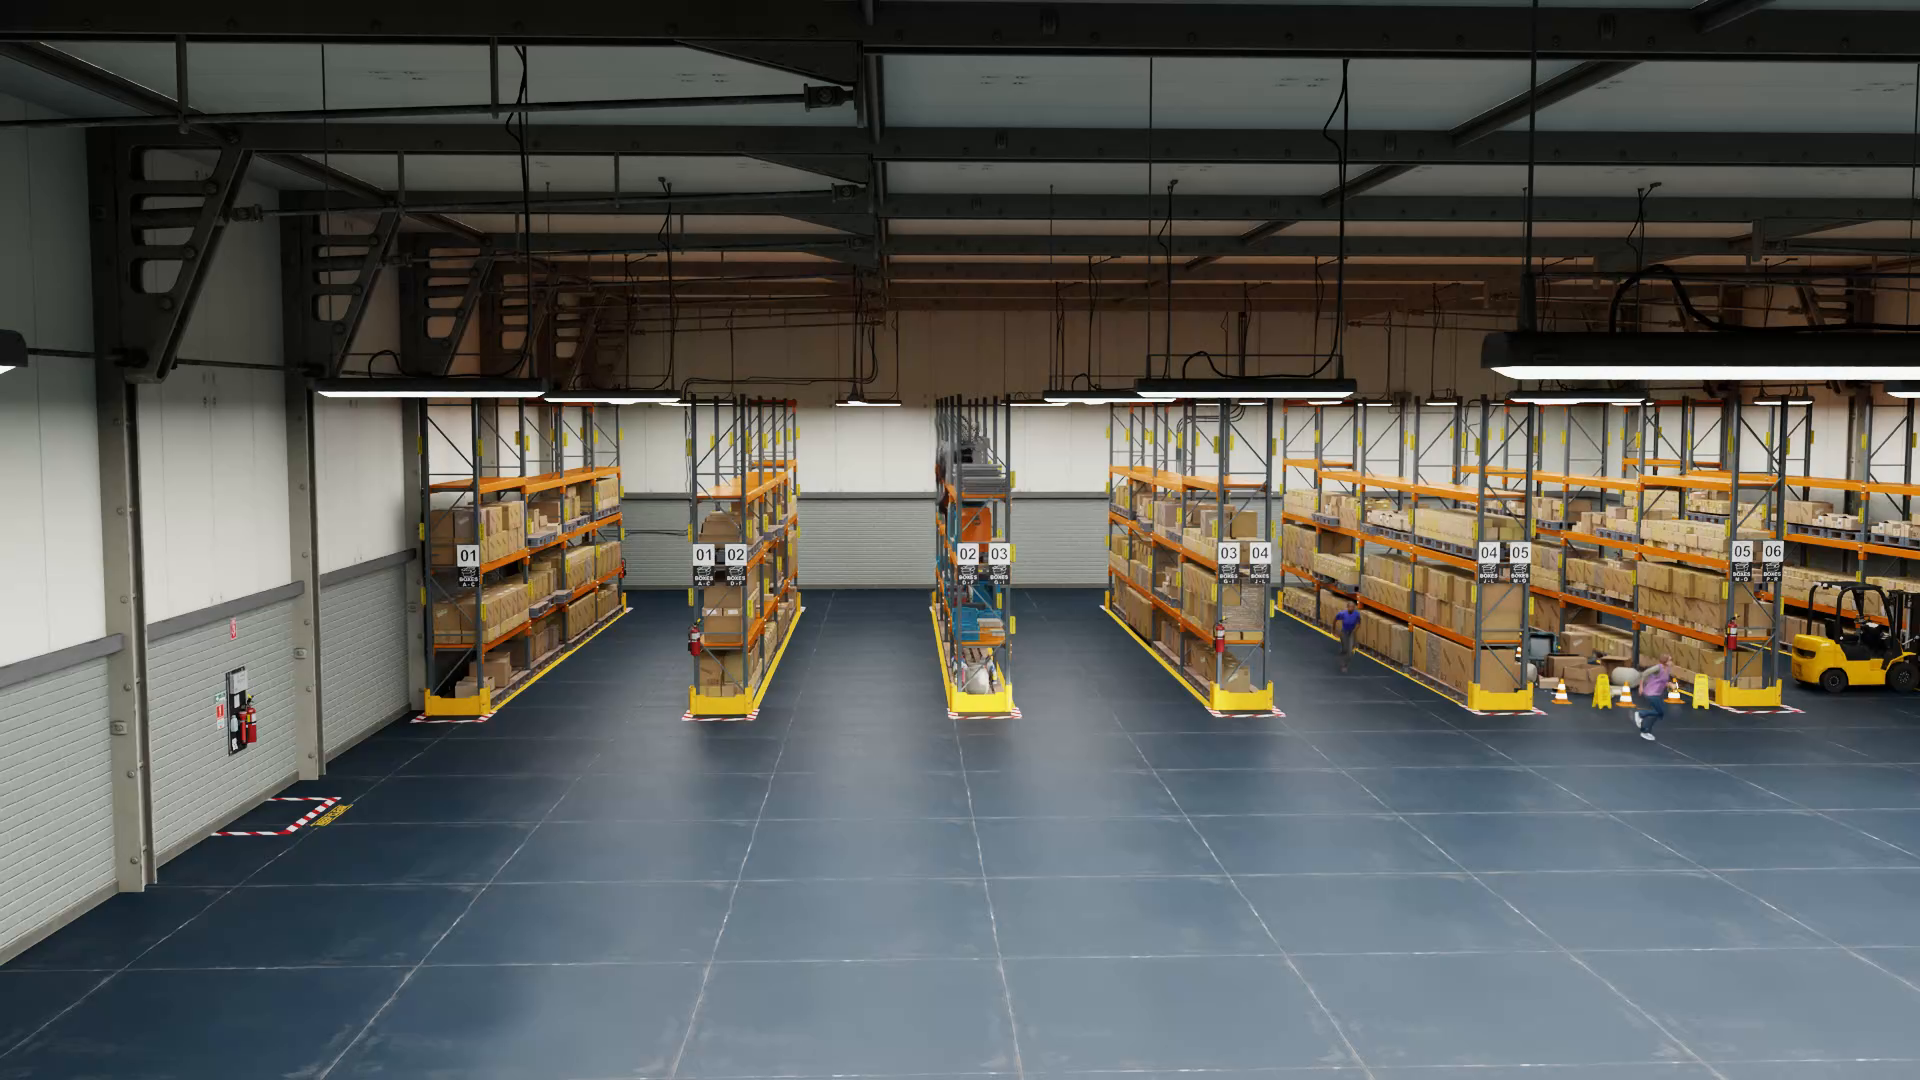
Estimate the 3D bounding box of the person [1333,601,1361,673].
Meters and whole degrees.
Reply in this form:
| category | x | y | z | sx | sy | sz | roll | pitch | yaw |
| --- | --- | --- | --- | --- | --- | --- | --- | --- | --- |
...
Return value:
| category | x | y | z | sx | sy | sz | roll | pitch | yaw |
| --- | --- | --- | --- | --- | --- | --- | --- | --- | --- |
| person | 8.437 | 2.104 | 36.221 | 0.564 | 1.586 | 0.694 | 0 | 5 | -6 |

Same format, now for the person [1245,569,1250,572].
| category | x | y | z | sx | sy | sz | roll | pitch | yaw |
| --- | --- | --- | --- | --- | --- | --- | --- | --- | --- |
| person | 8.447 | 1.072 | 48.168 | 0.686 | 1.754 | 0.611 | 3 | 5 | 31 |

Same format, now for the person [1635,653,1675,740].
| category | x | y | z | sx | sy | sz | roll | pitch | yaw |
| --- | --- | --- | --- | --- | --- | --- | --- | --- | --- |
| person | 12.068 | 2.707 | 28.844 | 0.527 | 1.530 | 0.667 | -4 | 6 | -43 |
